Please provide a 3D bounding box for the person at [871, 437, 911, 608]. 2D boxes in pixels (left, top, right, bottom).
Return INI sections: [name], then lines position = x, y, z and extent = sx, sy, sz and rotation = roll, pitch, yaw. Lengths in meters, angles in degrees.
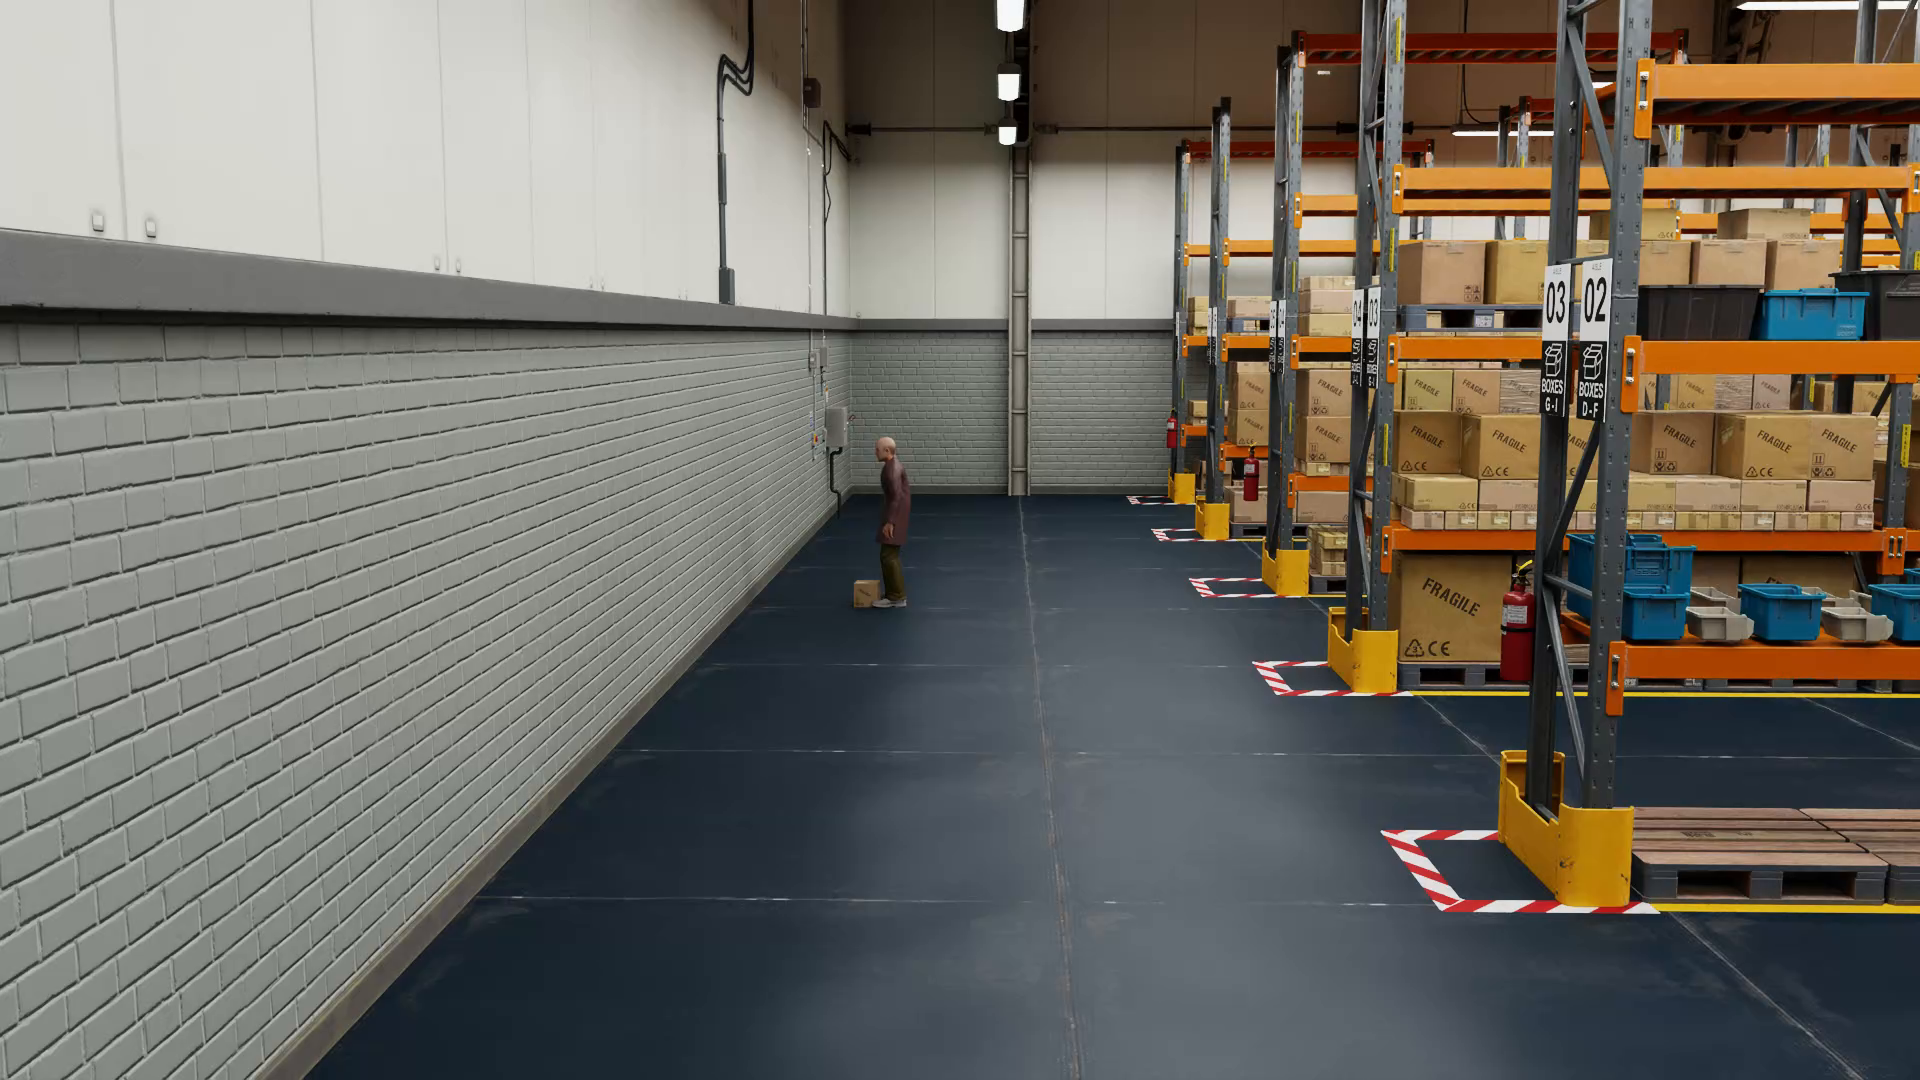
[person]
position = -0.723, -0.191, 17.363
extent = 0.427, 1.773, 0.652
rotation = 0, 7, -2
